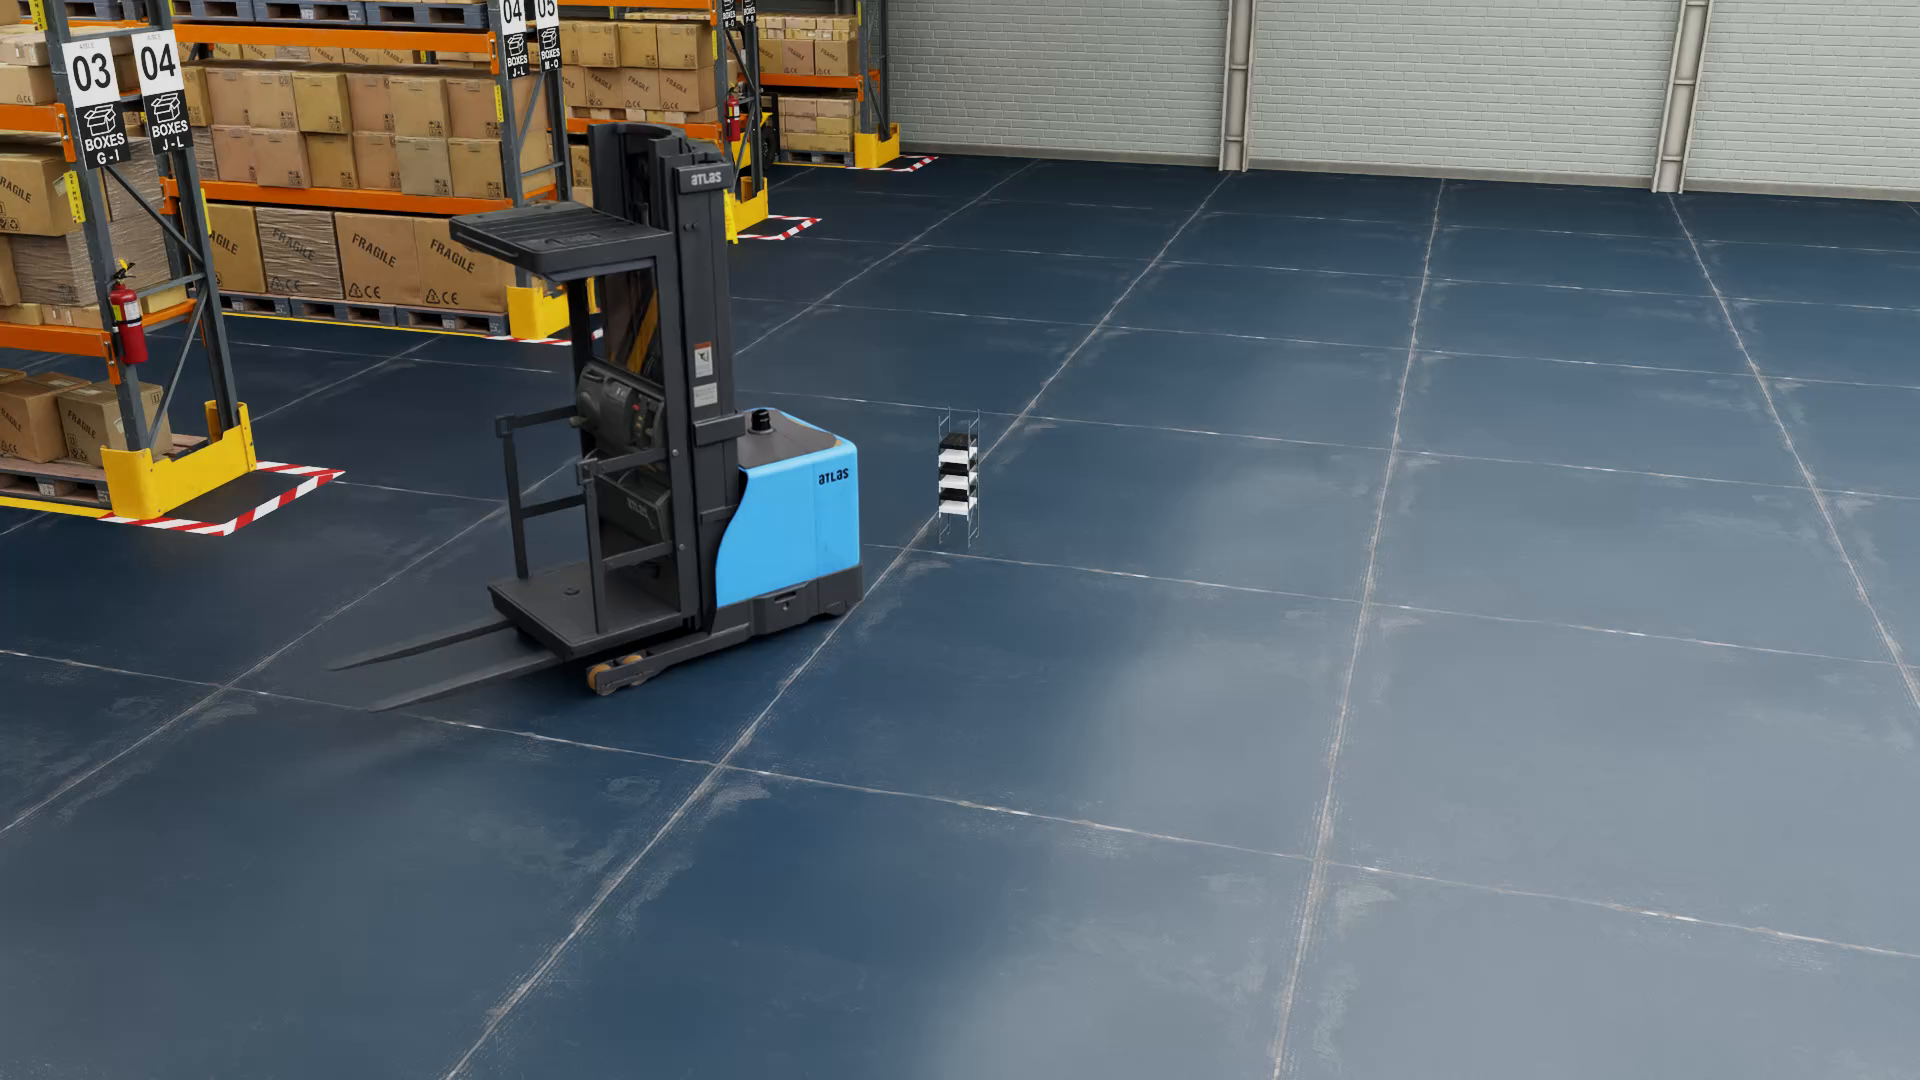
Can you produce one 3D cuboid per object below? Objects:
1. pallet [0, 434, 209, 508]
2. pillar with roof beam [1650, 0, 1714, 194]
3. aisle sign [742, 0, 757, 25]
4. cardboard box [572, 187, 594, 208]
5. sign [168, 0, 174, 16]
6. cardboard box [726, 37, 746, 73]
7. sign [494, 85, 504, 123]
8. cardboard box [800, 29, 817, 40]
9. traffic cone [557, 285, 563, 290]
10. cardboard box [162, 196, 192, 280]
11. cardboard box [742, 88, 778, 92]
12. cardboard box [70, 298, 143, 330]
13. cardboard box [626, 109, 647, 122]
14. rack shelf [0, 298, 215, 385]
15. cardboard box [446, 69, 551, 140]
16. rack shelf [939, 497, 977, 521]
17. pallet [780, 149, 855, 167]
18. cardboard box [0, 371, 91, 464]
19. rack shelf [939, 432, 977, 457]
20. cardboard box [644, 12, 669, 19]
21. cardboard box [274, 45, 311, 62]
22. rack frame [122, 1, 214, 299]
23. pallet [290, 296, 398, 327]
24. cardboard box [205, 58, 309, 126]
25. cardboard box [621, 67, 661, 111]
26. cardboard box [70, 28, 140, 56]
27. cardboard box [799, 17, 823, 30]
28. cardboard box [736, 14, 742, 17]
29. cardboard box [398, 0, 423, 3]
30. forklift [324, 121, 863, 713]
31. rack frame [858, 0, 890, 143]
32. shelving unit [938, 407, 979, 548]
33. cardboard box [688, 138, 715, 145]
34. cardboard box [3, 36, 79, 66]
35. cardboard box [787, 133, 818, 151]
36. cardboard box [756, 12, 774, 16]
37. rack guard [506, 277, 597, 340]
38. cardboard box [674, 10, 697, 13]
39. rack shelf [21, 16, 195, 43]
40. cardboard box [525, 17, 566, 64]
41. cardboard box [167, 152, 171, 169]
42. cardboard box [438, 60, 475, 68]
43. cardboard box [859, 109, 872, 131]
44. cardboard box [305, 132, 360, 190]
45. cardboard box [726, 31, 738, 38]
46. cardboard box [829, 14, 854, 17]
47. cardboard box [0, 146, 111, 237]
[{"bbox_3d":[-6.410,-0.564,12.366,1.213,0.211,1.003,7,23,16],"label":"pallet"},{"bbox_3d":[8.561,-7.448,17.569,0.400,9.000,9.100,7,23,16],"label":"pillar with roof beam"},{"bbox_3d":[-2.559,-6.653,20.110,0.004,0.787,0.394,7,23,16],"label":"aisle sign"},{"bbox_3d":[-4.555,-4.372,21.046,0.500,0.250,0.500,6,23,14],"label":"cardboard box"},{"bbox_3d":[-5.414,-3.733,11.313,0.005,0.325,0.100,7,23,16],"label":"sign"},{"bbox_3d":[-3.293,-7.320,25.031,0.500,0.500,0.500,7,23,16],"label":"cardboard box"},{"bbox_3d":[-4.211,-3.984,15.192,0.005,0.325,0.100,7,23,16],"label":"sign"},{"bbox_3d":[-2.174,-7.498,24.611,0.250,0.149,0.380,7,23,17],"label":"cardboard box"},{"bbox_3d":[-4.139,-2.935,17.815,0.334,0.463,0.336,7,23,16],"label":"traffic cone"},{"bbox_3d":[-8.490,-3.162,17.437,0.750,0.750,1.050,6,23,15],"label":"cardboard box"},{"bbox_3d":[-3.126,-6.825,25.708,0.500,0.250,0.500,6,23,14],"label":"cardboard box"},{"bbox_3d":[-5.903,-1.583,11.509,0.250,0.149,0.380,7,23,16],"label":"cardboard box"},{"bbox_3d":[-3.896,-5.232,20.403,0.250,0.149,0.380,7,23,16],"label":"cardboard box"},{"bbox_3d":[-7.485,-1.630,12.239,4.000,0.370,1.077,7,23,16],"label":"rack shelf"},{"bbox_3d":[-4.385,-4.158,15.834,0.550,0.550,0.875,7,23,16],"label":"cardboard box"},{"bbox_3d":[-0.008,-0.220,11.182,0.200,0.077,0.258,7,23,16],"label":"rack shelf"},{"bbox_3d":[-2.022,-5.926,25.440,1.213,0.211,1.003,7,23,16],"label":"pallet"},{"bbox_3d":[-6.745,-0.909,12.274,0.500,0.500,0.500,13,26,29],"label":"cardboard box"},{"bbox_3d":[-0.008,-0.636,11.012,0.200,0.077,0.258,7,23,16],"label":"rack shelf"},{"bbox_3d":[-4.606,-7.938,25.291,0.250,0.149,0.380,7,23,16],"label":"cardboard box"},{"bbox_3d":[-8.515,-6.298,21.594,0.500,0.500,0.500,6,23,13],"label":"cardboard box"},{"bbox_3d":[-7.870,-3.973,17.003,0.127,3.000,1.000,7,23,16],"label":"rack frame"},{"bbox_3d":[-5.993,-2.438,16.935,1.213,0.211,1.003,7,23,15],"label":"pallet"},{"bbox_3d":[-6.967,-4.471,16.597,0.550,0.550,0.875,7,23,16],"label":"cardboard box"},{"bbox_3d":[-3.785,-5.544,20.309,0.500,0.500,0.500,7,23,16],"label":"cardboard box"},{"bbox_3d":[-5.767,-3.360,11.230,0.250,0.149,0.380,6,23,15],"label":"cardboard box"},{"bbox_3d":[-2.185,-7.629,24.538,0.250,0.149,0.380,7,23,17],"label":"cardboard box"},{"bbox_3d":[-3.387,-7.794,24.941,0.250,0.149,0.380,7,23,16],"label":"cardboard box"},{"bbox_3d":[-4.944,-5.016,15.239,0.250,0.149,0.380,7,23,16],"label":"cardboard box"},{"bbox_3d":[-2.060,-0.725,9.175,3.031,2.935,1.130,-17,28,-36],"label":"forklift"},{"bbox_3d":[-1.277,-7.148,24.743,0.127,3.000,1.000,7,23,16],"label":"rack frame"},{"bbox_3d":[-0.008,-0.417,11.101,0.210,0.900,0.258,7,23,16],"label":"shelving unit"},{"bbox_3d":[-3.423,-4.804,21.112,0.500,0.500,0.500,6,23,14],"label":"cardboard box"},{"bbox_3d":[-5.926,-3.163,10.749,0.250,0.149,0.380,7,23,16],"label":"cardboard box"},{"bbox_3d":[-2.292,-6.065,25.172,0.500,0.250,0.500,7,23,15],"label":"cardboard box"},{"bbox_3d":[-3.010,-7.926,25.262,0.250,0.149,0.380,7,23,16],"label":"cardboard box"},{"bbox_3d":[-4.018,-2.375,16.402,0.348,0.500,1.175,7,23,16],"label":"rack guard"},{"bbox_3d":[-4.228,-8.078,25.633,0.250,0.149,0.380,6,23,15],"label":"cardboard box"},{"bbox_3d":[-9.785,-5.247,17.105,4.000,0.370,1.077,7,23,16],"label":"rack shelf"},{"bbox_3d":[-5.223,-6.173,20.526,0.500,0.500,0.700,6,23,14],"label":"cardboard box"},{"bbox_3d":[-8.296,-4.175,17.363,0.500,0.500,0.500,7,23,16],"label":"cardboard box"},{"bbox_3d":[-6.196,-5.817,20.975,0.500,0.500,0.500,6,23,15],"label":"cardboard box"},{"bbox_3d":[-1.667,-6.428,25.400,0.500,0.250,0.500,7,23,16],"label":"cardboard box"},{"bbox_3d":[-5.961,-3.831,16.458,0.500,0.550,0.875,7,23,16],"label":"cardboard box"},{"bbox_3d":[-3.403,-7.625,24.921,0.250,0.149,0.380,6,23,14],"label":"cardboard box"},{"bbox_3d":[-1.774,-7.798,24.950,0.250,0.149,0.380,7,23,17],"label":"cardboard box"},{"bbox_3d":[-6.168,-2.360,11.231,0.500,0.500,0.500,7,23,16],"label":"cardboard box"}]
